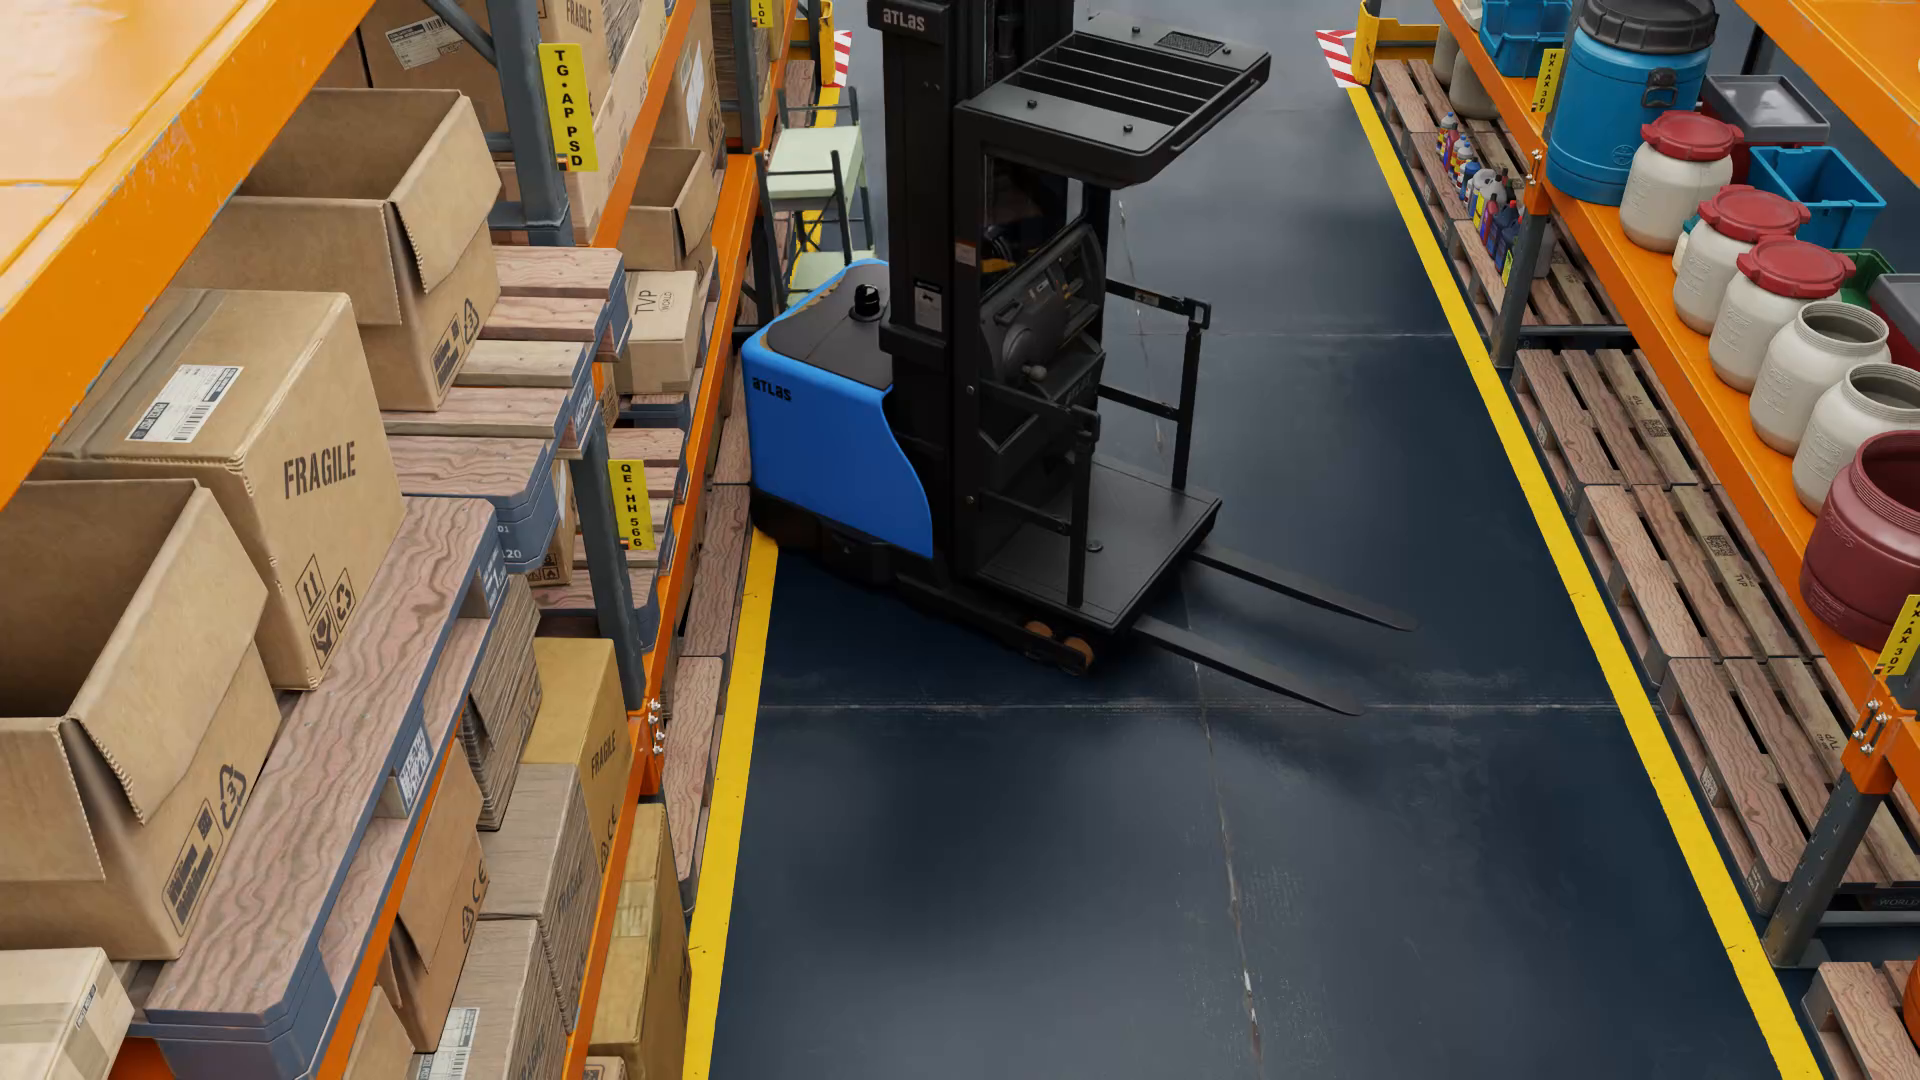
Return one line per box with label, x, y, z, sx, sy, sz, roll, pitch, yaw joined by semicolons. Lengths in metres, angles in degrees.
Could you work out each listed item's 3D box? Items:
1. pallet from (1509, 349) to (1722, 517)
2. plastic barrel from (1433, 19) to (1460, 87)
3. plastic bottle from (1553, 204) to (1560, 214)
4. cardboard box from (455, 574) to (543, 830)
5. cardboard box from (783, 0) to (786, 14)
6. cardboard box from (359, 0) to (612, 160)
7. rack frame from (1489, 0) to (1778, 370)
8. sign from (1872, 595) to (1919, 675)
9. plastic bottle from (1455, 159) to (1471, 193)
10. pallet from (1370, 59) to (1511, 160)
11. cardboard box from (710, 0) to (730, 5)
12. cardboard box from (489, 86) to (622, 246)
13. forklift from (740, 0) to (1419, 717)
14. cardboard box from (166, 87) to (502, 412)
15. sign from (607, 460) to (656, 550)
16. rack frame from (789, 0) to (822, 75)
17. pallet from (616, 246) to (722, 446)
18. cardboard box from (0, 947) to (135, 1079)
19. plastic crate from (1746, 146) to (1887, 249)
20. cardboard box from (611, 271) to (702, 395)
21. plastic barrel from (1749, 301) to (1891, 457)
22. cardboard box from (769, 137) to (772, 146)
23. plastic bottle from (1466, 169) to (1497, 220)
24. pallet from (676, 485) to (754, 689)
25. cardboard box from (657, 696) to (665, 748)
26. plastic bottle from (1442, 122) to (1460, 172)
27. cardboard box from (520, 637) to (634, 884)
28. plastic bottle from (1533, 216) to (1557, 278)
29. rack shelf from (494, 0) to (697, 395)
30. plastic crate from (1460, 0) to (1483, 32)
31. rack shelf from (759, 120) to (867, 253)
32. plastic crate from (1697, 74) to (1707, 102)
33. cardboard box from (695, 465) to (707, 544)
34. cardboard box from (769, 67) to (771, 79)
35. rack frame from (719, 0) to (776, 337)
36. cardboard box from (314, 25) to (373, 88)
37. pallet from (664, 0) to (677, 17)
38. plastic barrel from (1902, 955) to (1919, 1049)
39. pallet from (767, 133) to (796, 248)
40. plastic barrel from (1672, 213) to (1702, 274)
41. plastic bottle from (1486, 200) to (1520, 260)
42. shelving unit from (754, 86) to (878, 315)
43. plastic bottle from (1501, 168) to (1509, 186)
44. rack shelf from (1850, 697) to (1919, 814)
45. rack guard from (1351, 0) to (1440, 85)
pallet;3.488;-0.570;8.538;1.003;0.211;1.213;0;39;0
plastic barrel;3.521;-3.432;11.533;0.421;0.512;0.421;0;39;0
plastic bottle;3.713;-2.131;10.082;0.152;0.276;0.135;0;39;0
cardboard box;-1.515;0.383;4.237;0.797;0.503;0.637;1;39;1
cardboard box;-1.219;-3.120;9.691;0.380;0.149;0.250;0;39;0
cardboard box;-1.243;-1.343;4.394;0.500;0.500;0.500;0;39;0
rack frame;3.448;-2.149;8.279;1.000;3.000;0.127;0;39;0
sign;2.903;0.293;5.100;0.100;0.325;0.005;0;39;0
plastic bottle;3.135;-2.257;10.299;0.097;0.201;0.097;0;39;0
pallet;3.486;-3.007;11.579;1.003;0.211;1.213;0;39;0
cardboard box;-1.251;-2.972;8.189;0.500;0.500;0.500;0;39;0
cardboard box;-1.246;-1.050;4.629;0.500;0.250;0.500;1;39;1
forklift;0.527;-0.936;6.820;3.031;2.935;1.130;22;43;25
cardboard box;-1.427;-0.637;3.575;0.797;0.503;0.637;2;39;3
sign;-0.945;-0.098;4.794;0.100;0.325;0.005;0;39;0
rack frame;-1.509;-4.647;11.395;1.000;3.000;0.127;0;39;0
pallet;-1.543;-0.807;6.757;1.003;0.211;1.213;0;39;0
cardboard box;-1.347;0.690;2.203;0.380;0.149;0.250;-2;39;-2
plastic crate;3.761;-1.453;7.423;0.392;0.384;0.575;0;39;0
cardboard box;-1.272;-0.798;6.376;0.500;0.250;0.500;-1;39;-1
plastic barrel;3.238;-0.598;6.253;0.421;0.512;0.421;0;39;0
cardboard box;-1.509;-2.679;10.604;0.500;0.500;0.500;3;39;4
plastic bottle;3.162;-2.084;10.024;0.152;0.276;0.135;1;39;1
pallet;-1.498;0.194;7.584;1.003;0.211;1.213;0;39;0
cardboard box;-1.521;0.741;6.320;0.700;0.500;0.500;-2;39;-2
plastic bottle;3.116;-2.487;10.520;0.061;0.283;0.133;1;39;1
cardboard box;-1.252;0.625;4.737;0.500;0.500;0.500;1;39;1
plastic bottle;3.303;-1.690;9.472;0.144;0.351;0.185;0;39;0
rack shelf;-1.502;-1.785;6.000;1.077;0.370;4.000;0;39;0
plastic crate;3.193;-3.061;9.628;0.530;0.136;0.437;0;39;0
rack shelf;-0.726;-1.779;8.369;0.431;0.370;0.720;-1;38;5
plastic crate;3.575;-2.452;8.707;0.767;0.338;0.504;0;39;0
cardboard box;-1.543;-0.310;7.630;0.700;0.500;0.500;-3;39;-4
cardboard box;-1.219;-2.495;8.911;0.380;0.149;0.250;0;39;0
rack frame;-1.505;-2.145;8.274;1.000;3.000;0.127;0;39;0
cardboard box;-1.751;-1.347;4.399;0.500;0.500;0.500;1;39;1
pallet;-1.606;-2.208;6.104;1.213;0.211;1.003;0;39;0
plastic barrel;3.470;1.341;5.323;0.600;0.830;0.708;0;39;0
pallet;-1.545;-2.242;10.625;1.003;0.211;1.213;0;39;0
plastic barrel;3.296;-1.267;7.289;0.301;0.262;0.301;0;39;0
plastic bottle;3.159;-1.810;9.621;0.144;0.351;0.185;-2;39;-2
shelving unit;-0.698;-1.474;8.611;0.431;1.500;0.755;-1;38;5
plastic bottle;3.269;-2.087;10.022;0.061;0.283;0.133;0;39;0
rack shelf;3.455;1.884;3.821;1.077;0.370;4.000;0;39;0
rack guard;3.491;-3.628;12.122;1.175;0.500;0.348;0;39;0
